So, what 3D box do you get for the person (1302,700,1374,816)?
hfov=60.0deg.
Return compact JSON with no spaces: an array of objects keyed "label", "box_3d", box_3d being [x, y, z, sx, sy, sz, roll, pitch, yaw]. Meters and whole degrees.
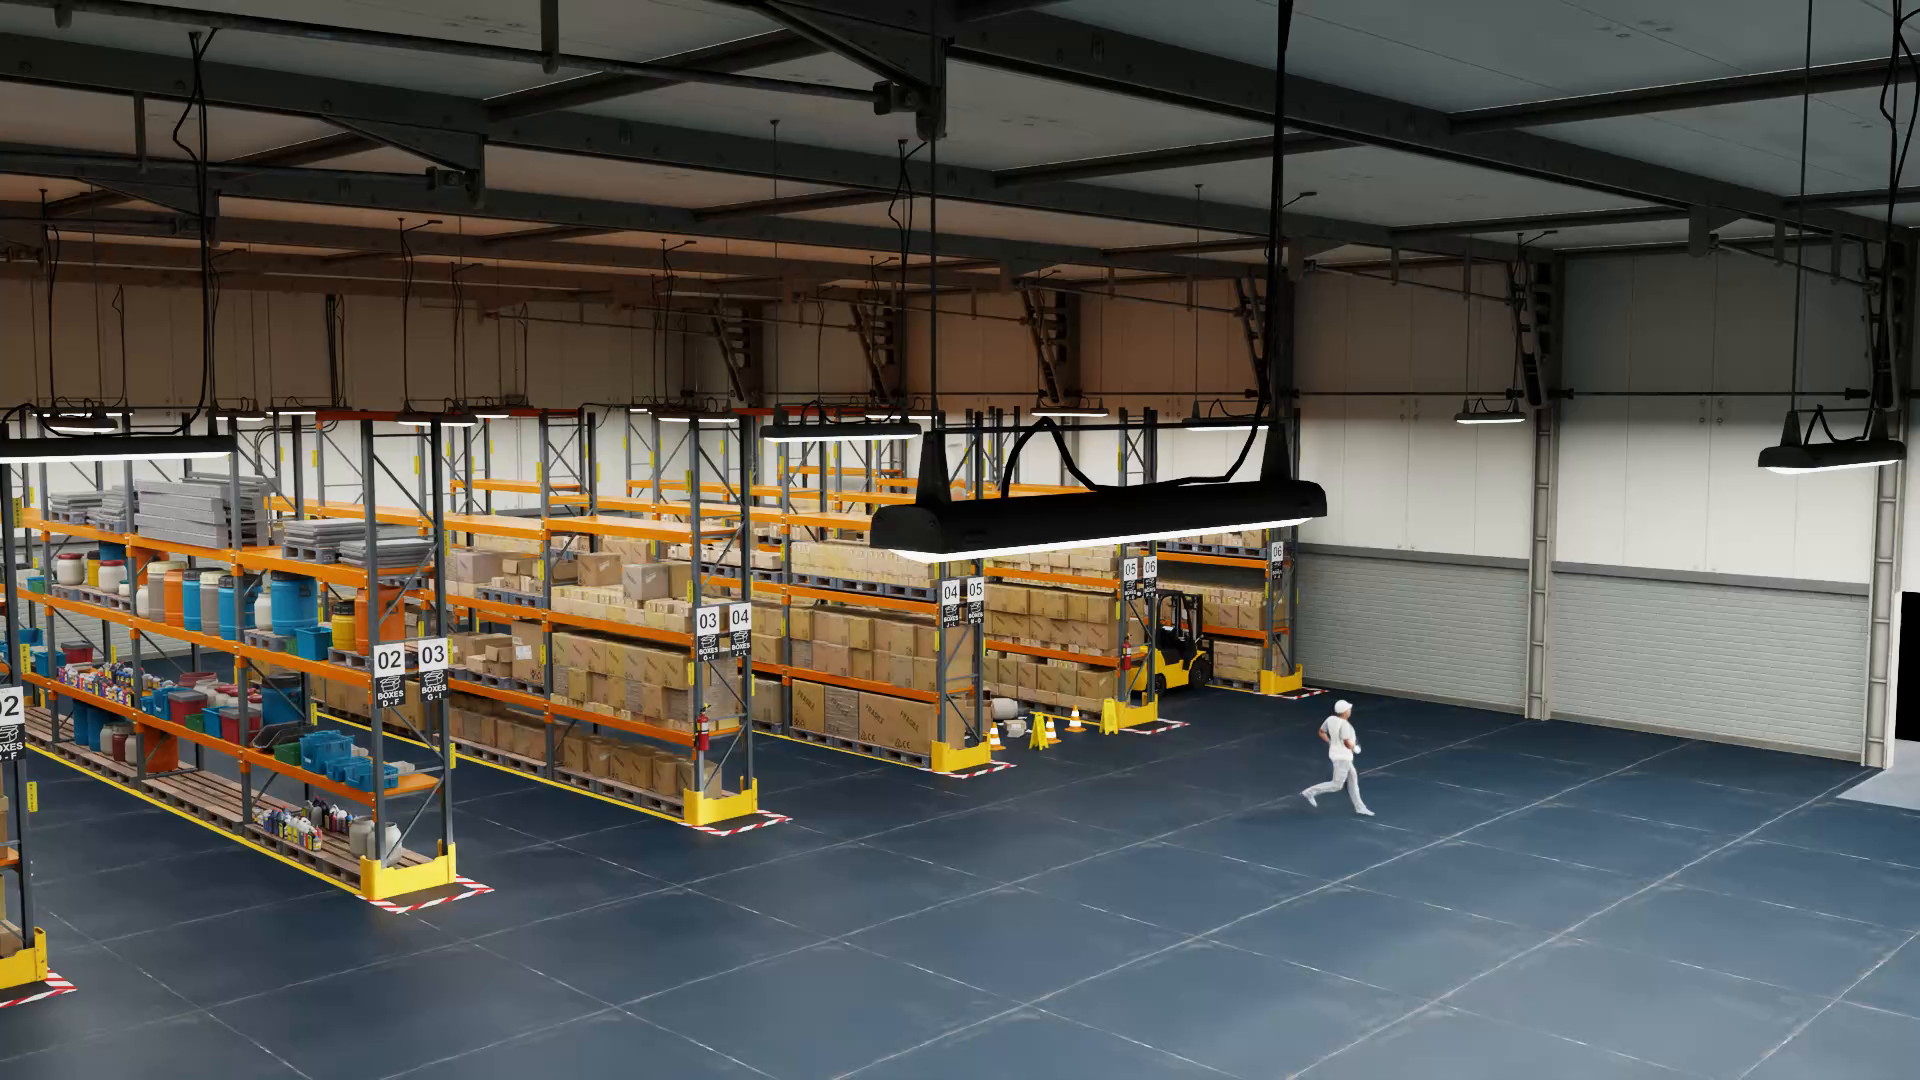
[{"label":"person","box_3d":[5.652,3.270,24.754,1.145,1.776,0.649,0,5,-3]}]
